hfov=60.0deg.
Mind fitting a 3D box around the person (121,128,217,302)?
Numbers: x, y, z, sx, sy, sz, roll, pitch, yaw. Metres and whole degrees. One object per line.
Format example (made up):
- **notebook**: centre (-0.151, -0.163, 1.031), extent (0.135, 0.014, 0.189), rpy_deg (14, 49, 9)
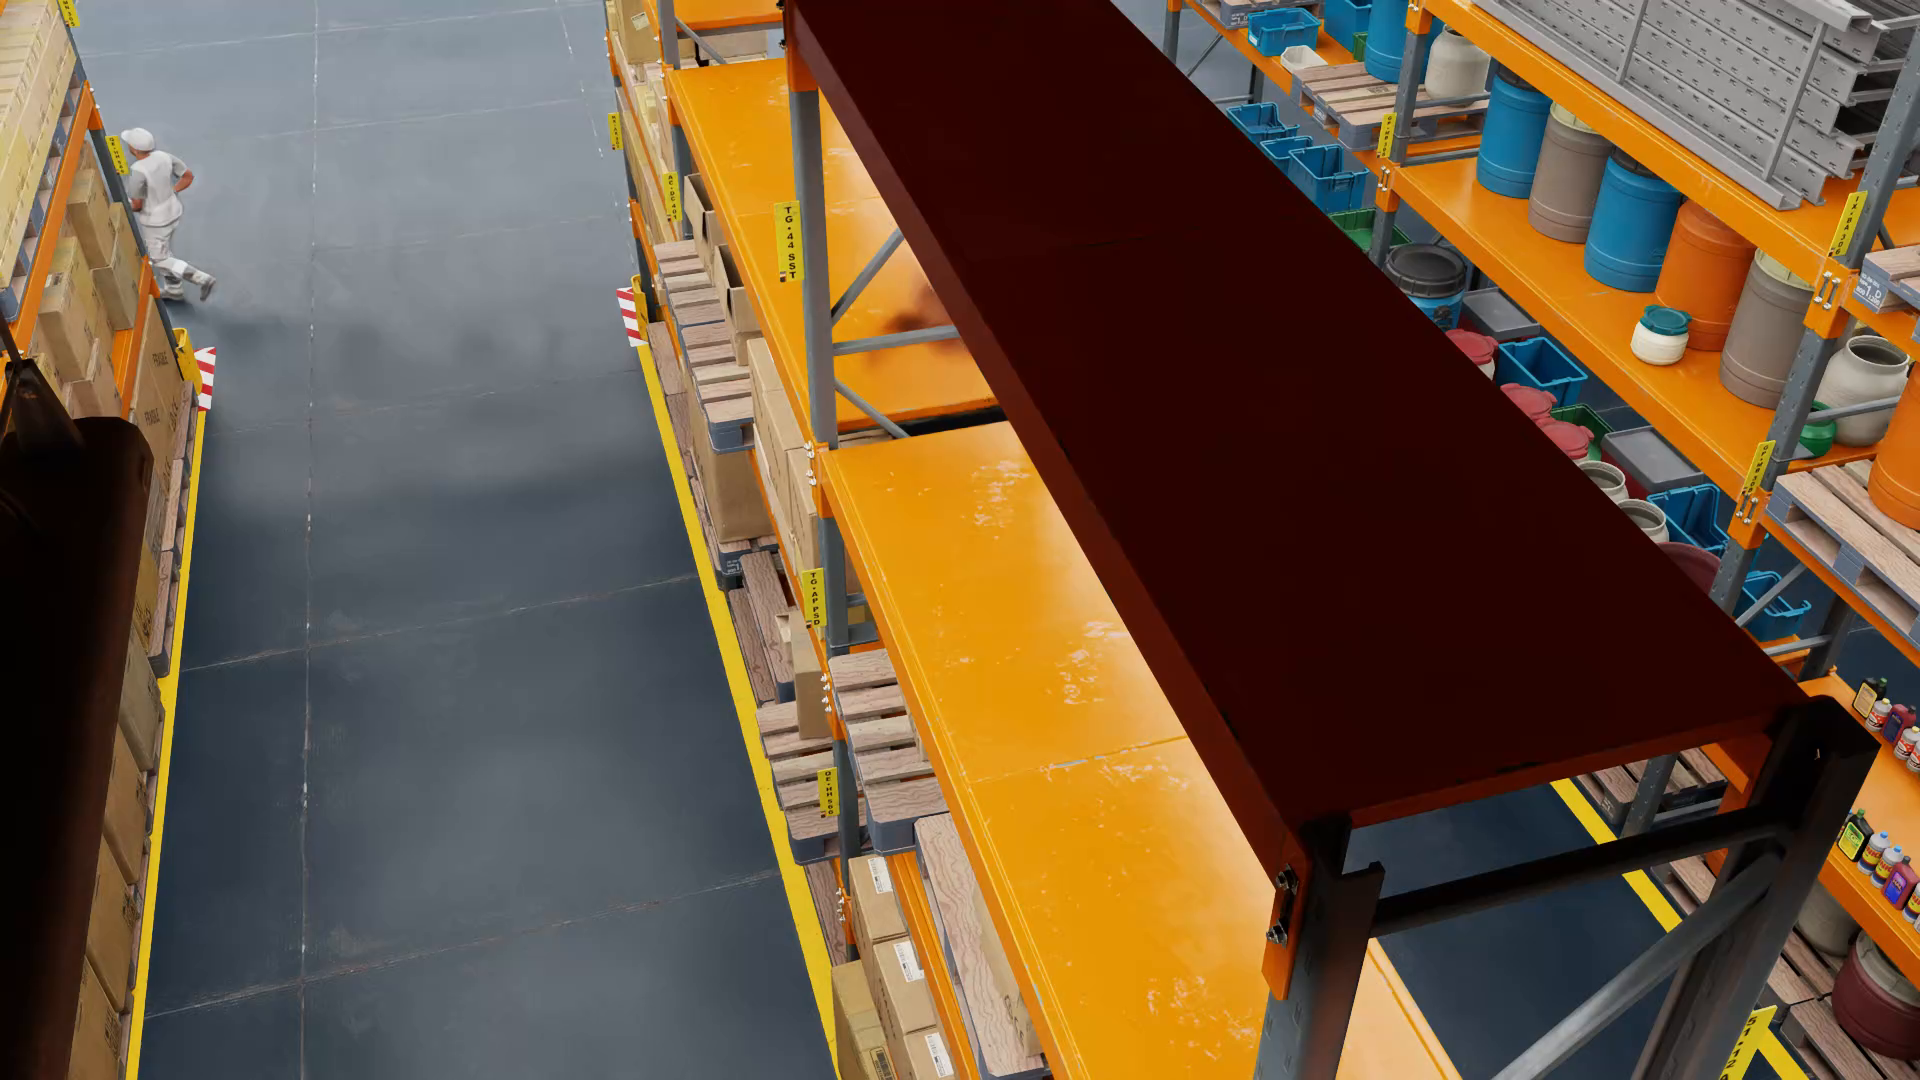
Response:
- **person**: centre (-7.248, -2.927, 15.115), extent (0.780, 1.754, 0.675), rpy_deg (10, 39, 12)
